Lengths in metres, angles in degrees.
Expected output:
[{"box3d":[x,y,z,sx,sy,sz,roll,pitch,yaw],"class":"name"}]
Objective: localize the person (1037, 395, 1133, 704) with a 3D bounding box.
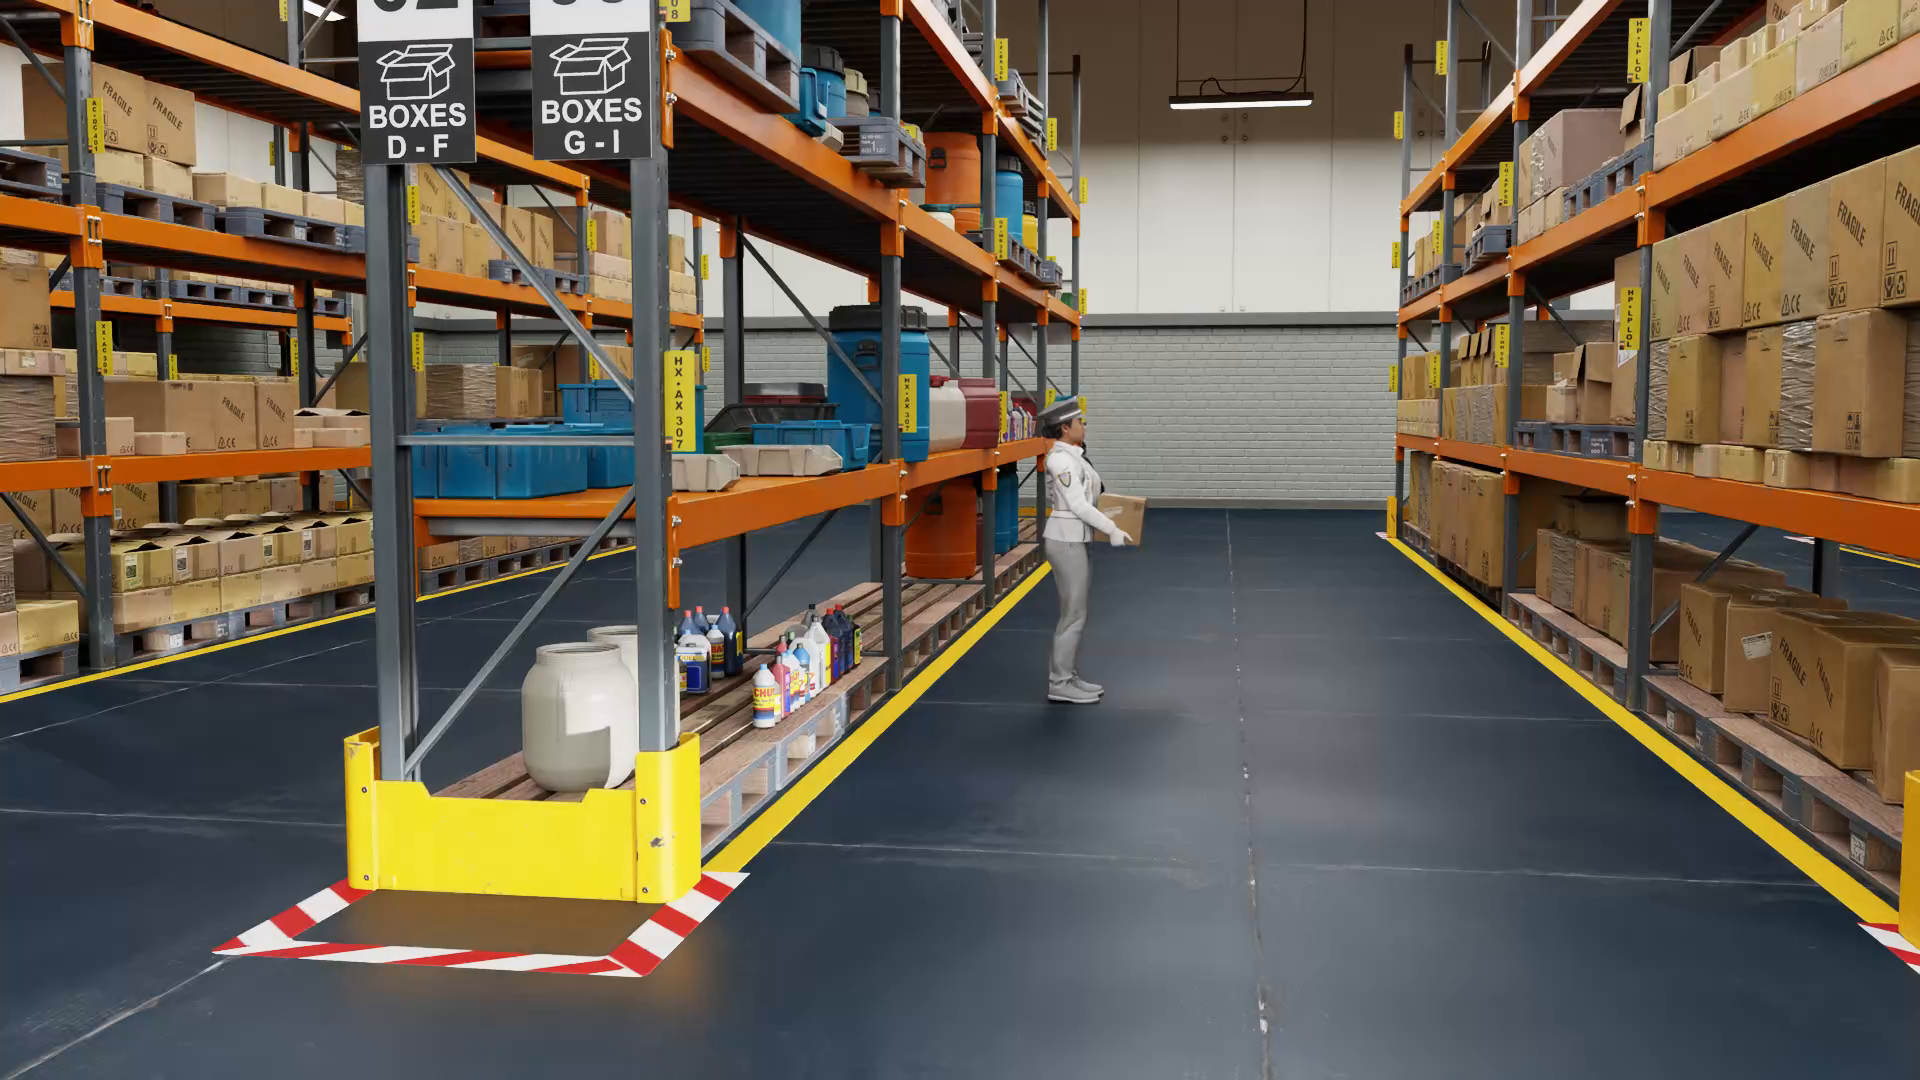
[{"box3d":[0.693,0.049,9.206,0.540,1.681,0.460,1,5,9],"class":"person"}]
